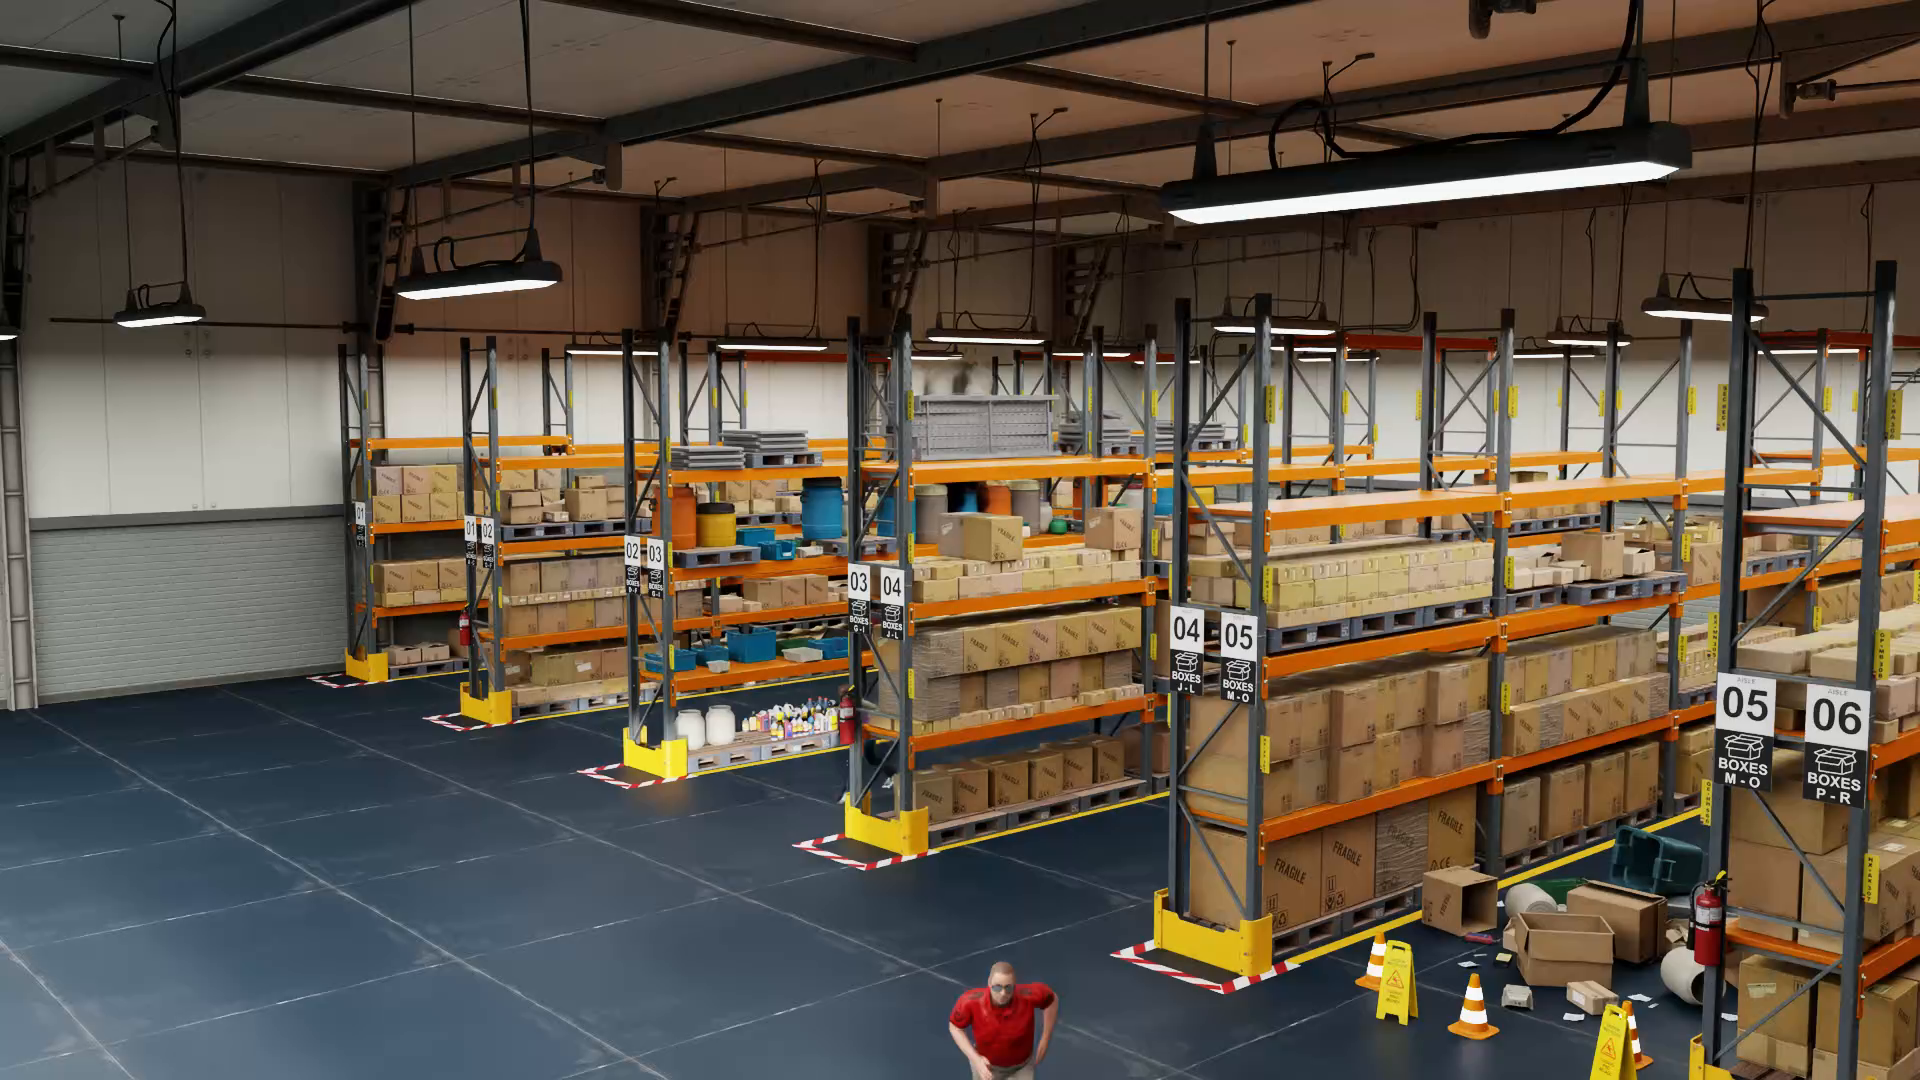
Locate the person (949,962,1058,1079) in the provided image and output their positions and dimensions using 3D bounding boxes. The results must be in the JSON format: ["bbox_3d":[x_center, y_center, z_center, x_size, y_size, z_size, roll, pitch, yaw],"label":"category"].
[{"bbox_3d":[0.272,3.415,10.703,0.703,1.694,1.019,0,5,-3],"label":"person"}]

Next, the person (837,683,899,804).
[{"bbox_3d":[-1.137,2.539,21.021,0.913,1.550,0.578,-4,7,-38],"label":"person"}]
